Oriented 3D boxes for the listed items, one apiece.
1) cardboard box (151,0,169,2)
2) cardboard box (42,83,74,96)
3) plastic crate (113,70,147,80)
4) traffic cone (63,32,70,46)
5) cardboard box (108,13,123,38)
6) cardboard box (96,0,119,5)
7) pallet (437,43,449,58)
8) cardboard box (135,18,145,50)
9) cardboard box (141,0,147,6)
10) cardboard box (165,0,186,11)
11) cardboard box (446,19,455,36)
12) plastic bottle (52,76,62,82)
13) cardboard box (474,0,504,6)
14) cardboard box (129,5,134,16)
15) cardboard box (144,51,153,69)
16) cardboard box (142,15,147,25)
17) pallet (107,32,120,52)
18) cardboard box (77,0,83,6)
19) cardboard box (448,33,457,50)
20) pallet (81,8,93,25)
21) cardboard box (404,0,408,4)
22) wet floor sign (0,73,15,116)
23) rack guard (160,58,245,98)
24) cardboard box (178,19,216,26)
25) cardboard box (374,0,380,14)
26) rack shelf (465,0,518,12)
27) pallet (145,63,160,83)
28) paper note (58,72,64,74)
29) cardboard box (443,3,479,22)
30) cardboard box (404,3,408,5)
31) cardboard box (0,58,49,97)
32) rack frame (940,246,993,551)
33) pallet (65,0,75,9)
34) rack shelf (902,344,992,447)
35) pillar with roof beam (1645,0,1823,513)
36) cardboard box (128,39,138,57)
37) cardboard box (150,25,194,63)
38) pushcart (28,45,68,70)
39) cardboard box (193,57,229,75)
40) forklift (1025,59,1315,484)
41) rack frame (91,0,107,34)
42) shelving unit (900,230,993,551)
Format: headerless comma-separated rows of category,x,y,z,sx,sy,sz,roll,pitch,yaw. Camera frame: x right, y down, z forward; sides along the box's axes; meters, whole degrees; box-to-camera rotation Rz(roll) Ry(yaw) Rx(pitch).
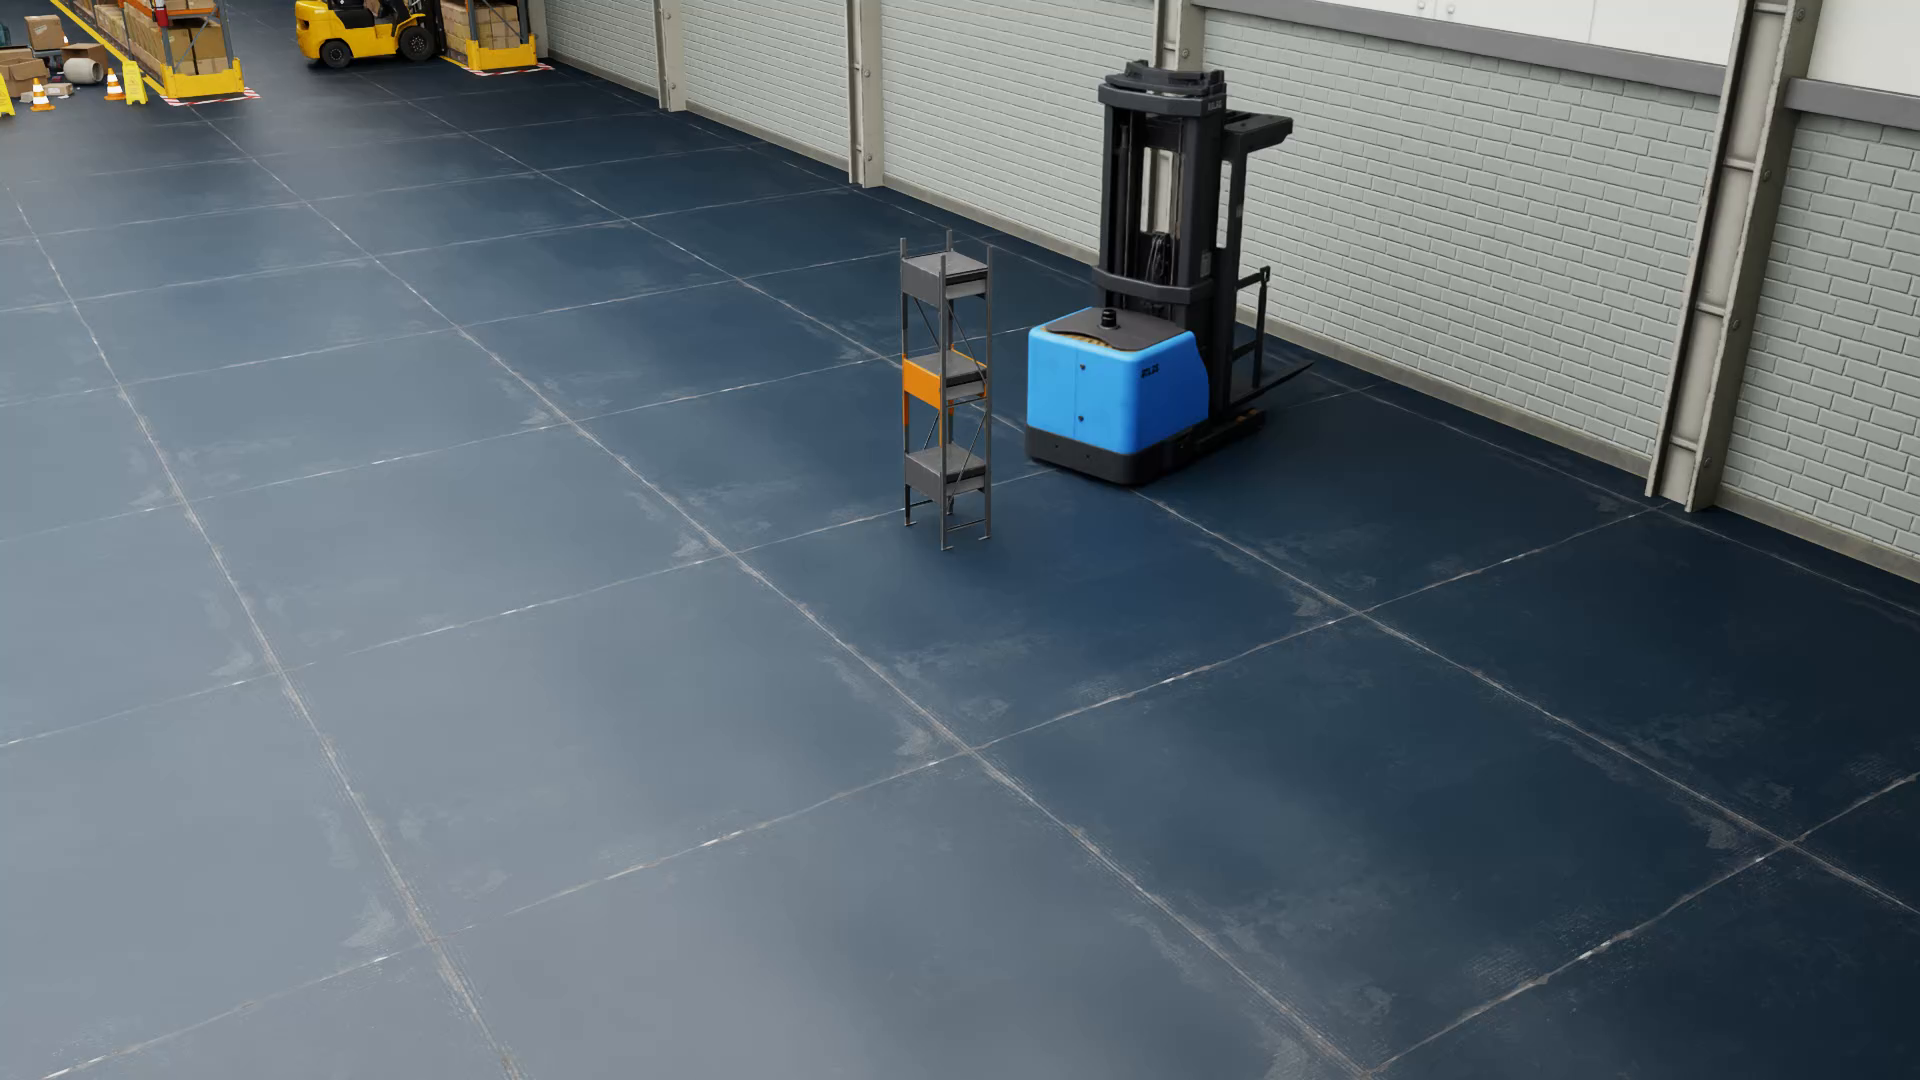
cardboard box,-12.808,-8.938,26.666,0.500,0.500,0.500,-16,30,-30
cardboard box,-14.689,-7.337,27.080,0.380,0.149,0.250,-1,25,-3
plastic crate,-14.295,-7.986,28.536,0.583,0.080,0.402,18,31,33
traffic cone,-16.315,-9.029,30.297,0.336,0.463,0.334,-16,29,-30
cardboard box,-15.530,-9.752,31.443,0.950,0.372,0.625,-14,29,-28
cardboard box,-16.956,-10.985,33.466,0.875,0.875,0.875,-16,30,-30
pallet,-9.239,-9.225,31.007,1.003,0.211,1.213,-16,29,-30
cardboard box,-13.785,-8.696,28.470,0.500,0.500,0.500,-14,29,-27
cardboard box,-13.184,-8.845,27.230,0.380,0.149,0.250,-15,29,-29
cardboard box,-12.665,-8.599,26.707,0.380,0.149,0.250,-14,29,-28
cardboard box,-8.917,-9.242,29.920,0.500,0.250,0.500,-16,30,-30
plastic bottle,-15.332,-7.832,28.230,0.133,0.061,0.283,-10,27,-21
cardboard box,-8.504,-9.579,30.048,0.500,0.250,0.500,-15,29,-29
cardboard box,-14.069,-9.122,28.612,0.380,0.149,0.250,-14,29,-28
cardboard box,-13.514,-8.174,28.243,0.500,0.250,0.500,-17,30,-31
cardboard box,-13.328,-8.639,27.590,0.380,0.149,0.250,-15,29,-29
pallet,-15.561,-9.513,31.616,1.003,0.211,1.213,-16,29,-30
cardboard box,-18.427,-11.946,35.502,0.875,0.875,0.875,-15,29,-28
cardboard box,-8.909,-9.007,30.008,0.500,0.250,0.500,-16,29,-30
pallet,-17.678,-10.964,34.691,1.003,0.211,1.213,-16,29,-30
cardboard box,-10.307,-10.370,31.722,0.500,0.250,0.500,-16,30,-30
wet floor sign,-14.699,-6.825,25.414,0.267,0.644,0.232,-22,33,-38
rack guard,-12.323,-7.525,27.067,1.175,0.500,0.348,-16,29,-30
cardboard box,-12.792,-8.461,27.973,0.500,0.500,0.500,-17,30,-31
cardboard box,-11.432,-11.065,33.927,0.875,0.625,0.625,-17,30,-32
rack shelf,-9.216,-10.176,30.598,1.077,0.370,4.000,-16,29,-30
pallet,-13.399,-8.129,28.685,1.003,0.211,1.213,-16,29,-30
paper note,-15.605,-8.129,28.897,0.148,0.019,0.142,-16,29,-30
cardboard box,-8.921,-9.458,29.792,0.500,0.250,0.500,-15,29,-29
cardboard box,-10.303,-10.145,31.832,0.500,0.250,0.500,-16,29,-30
cardboard box,-15.361,-7.538,27.090,0.637,0.503,0.797,7,26,15
rack frame,0.043,-0.921,11.205,0.400,2.100,0.015,-16,29,-30
pallet,-19.182,-11.950,36.778,1.003,0.211,1.213,-16,29,-30
rack shelf,-0.090,-0.996,11.395,0.431,0.518,0.480,-16,29,-30
pillar with roof beam,1.745,-3.371,8.312,9.100,9.000,0.400,-16,29,-30
cardboard box,-14.369,-8.732,29.424,0.500,0.250,0.500,-17,30,-32
cardboard box,-12.937,-8.140,27.292,0.500,0.500,0.500,-15,29,-29
pushcart,-16.348,-8.324,28.903,0.936,0.377,1.648,18,31,33
cardboard box,-12.490,-7.928,27.721,0.500,0.250,0.500,-16,30,-30
forklift,1.852,-2.290,13.131,1.130,2.935,3.031,20,32,36
rack frame,-16.648,-11.490,32.537,1.000,3.000,0.127,-16,29,-30
shelving unit,-0.090,-1.009,11.390,0.431,2.100,0.503,-16,29,-30
